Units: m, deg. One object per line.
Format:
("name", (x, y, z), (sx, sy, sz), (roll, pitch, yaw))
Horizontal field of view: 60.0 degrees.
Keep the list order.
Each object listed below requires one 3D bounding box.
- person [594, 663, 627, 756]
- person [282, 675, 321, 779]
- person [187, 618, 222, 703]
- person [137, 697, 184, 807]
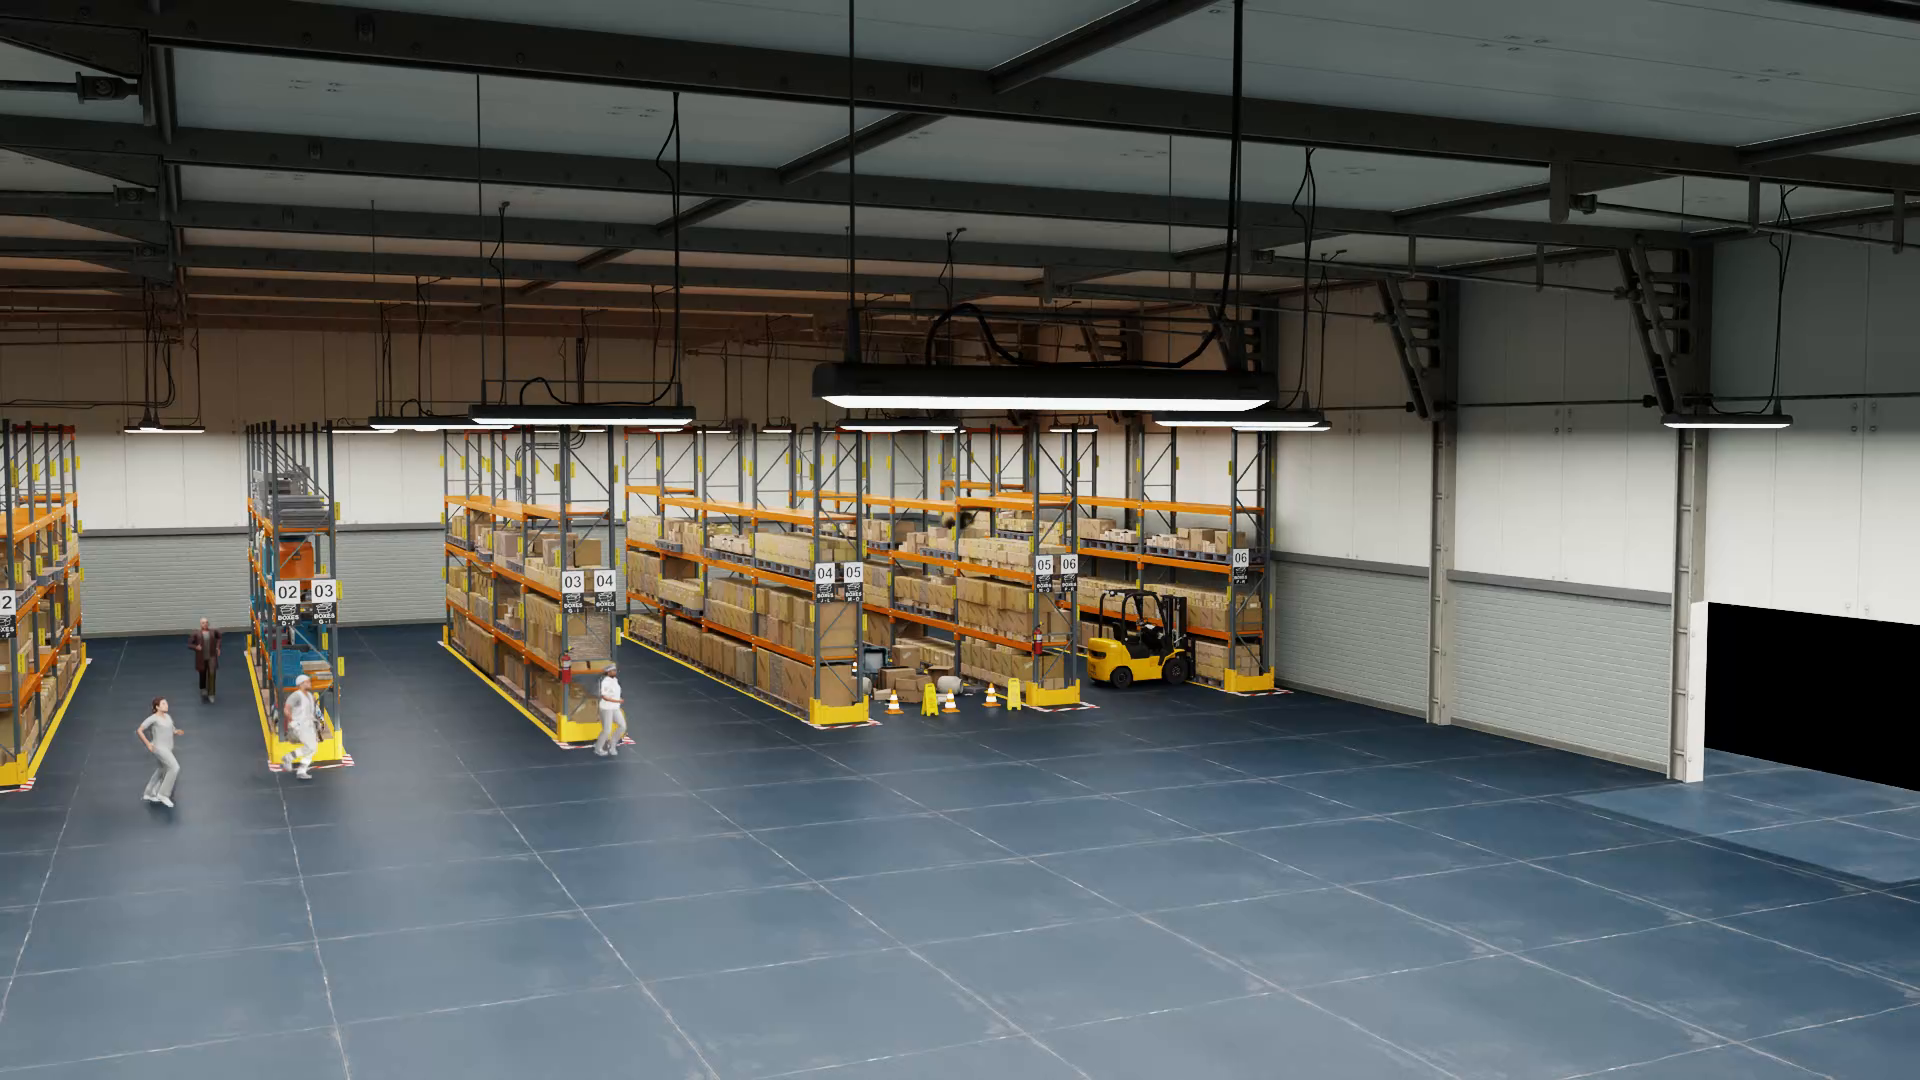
("person", (-6.215, 3.038, 29.727), (0.681, 1.717, 0.597), (1, 4, 21))
("person", (-11.016, 3.122, 27.909), (0.558, 1.709, 0.709), (0, 4, 7))
("person", (-16.288, 2.578, 35.906), (0.707, 1.798, 1.049), (-2, 4, -30))
("person", (-12.357, 3.277, 25.761), (0.712, 1.696, 0.535), (0, 4, 3))
